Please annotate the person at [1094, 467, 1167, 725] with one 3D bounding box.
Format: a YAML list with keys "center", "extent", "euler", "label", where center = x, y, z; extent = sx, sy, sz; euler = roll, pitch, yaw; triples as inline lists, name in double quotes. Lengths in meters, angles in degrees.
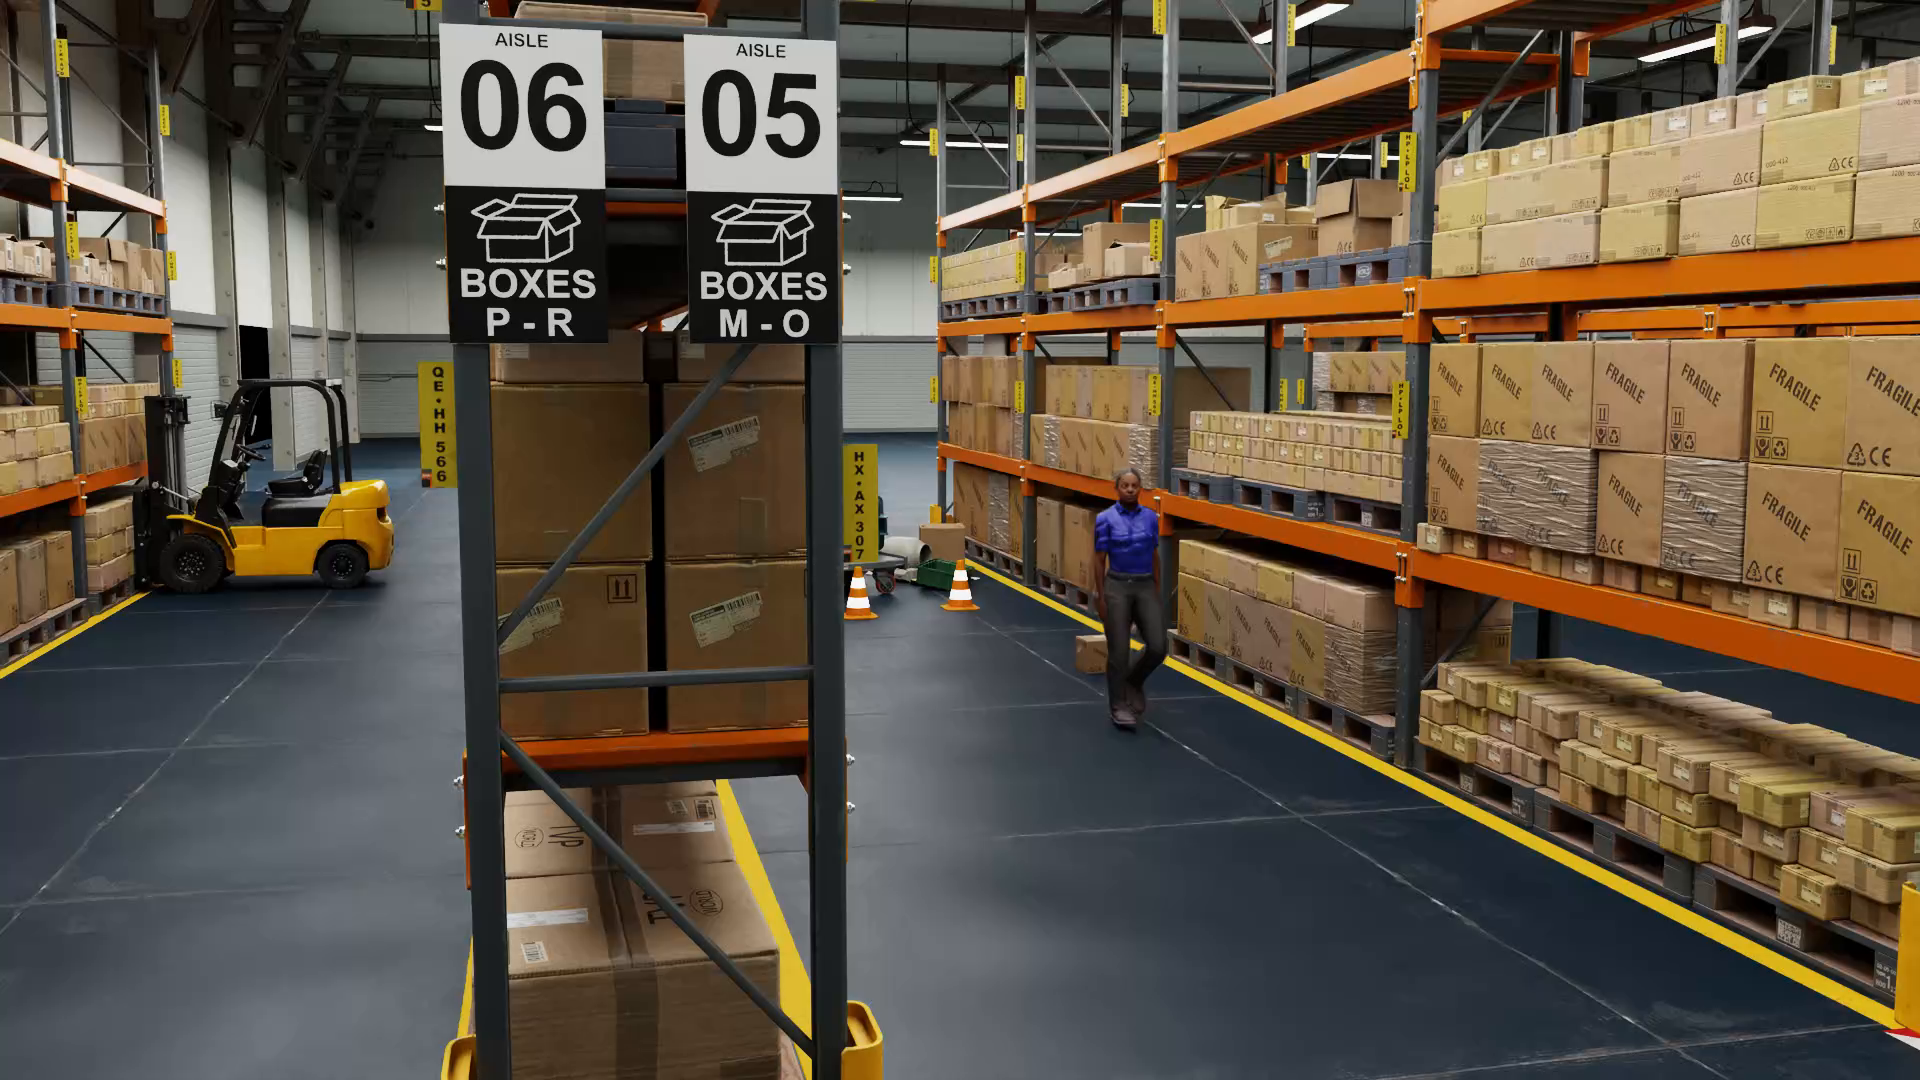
- center: [1.088, 0.353, 10.718]
  extent: [0.479, 1.647, 0.474]
  euler: [-1, 6, -13]
  label: "person"
